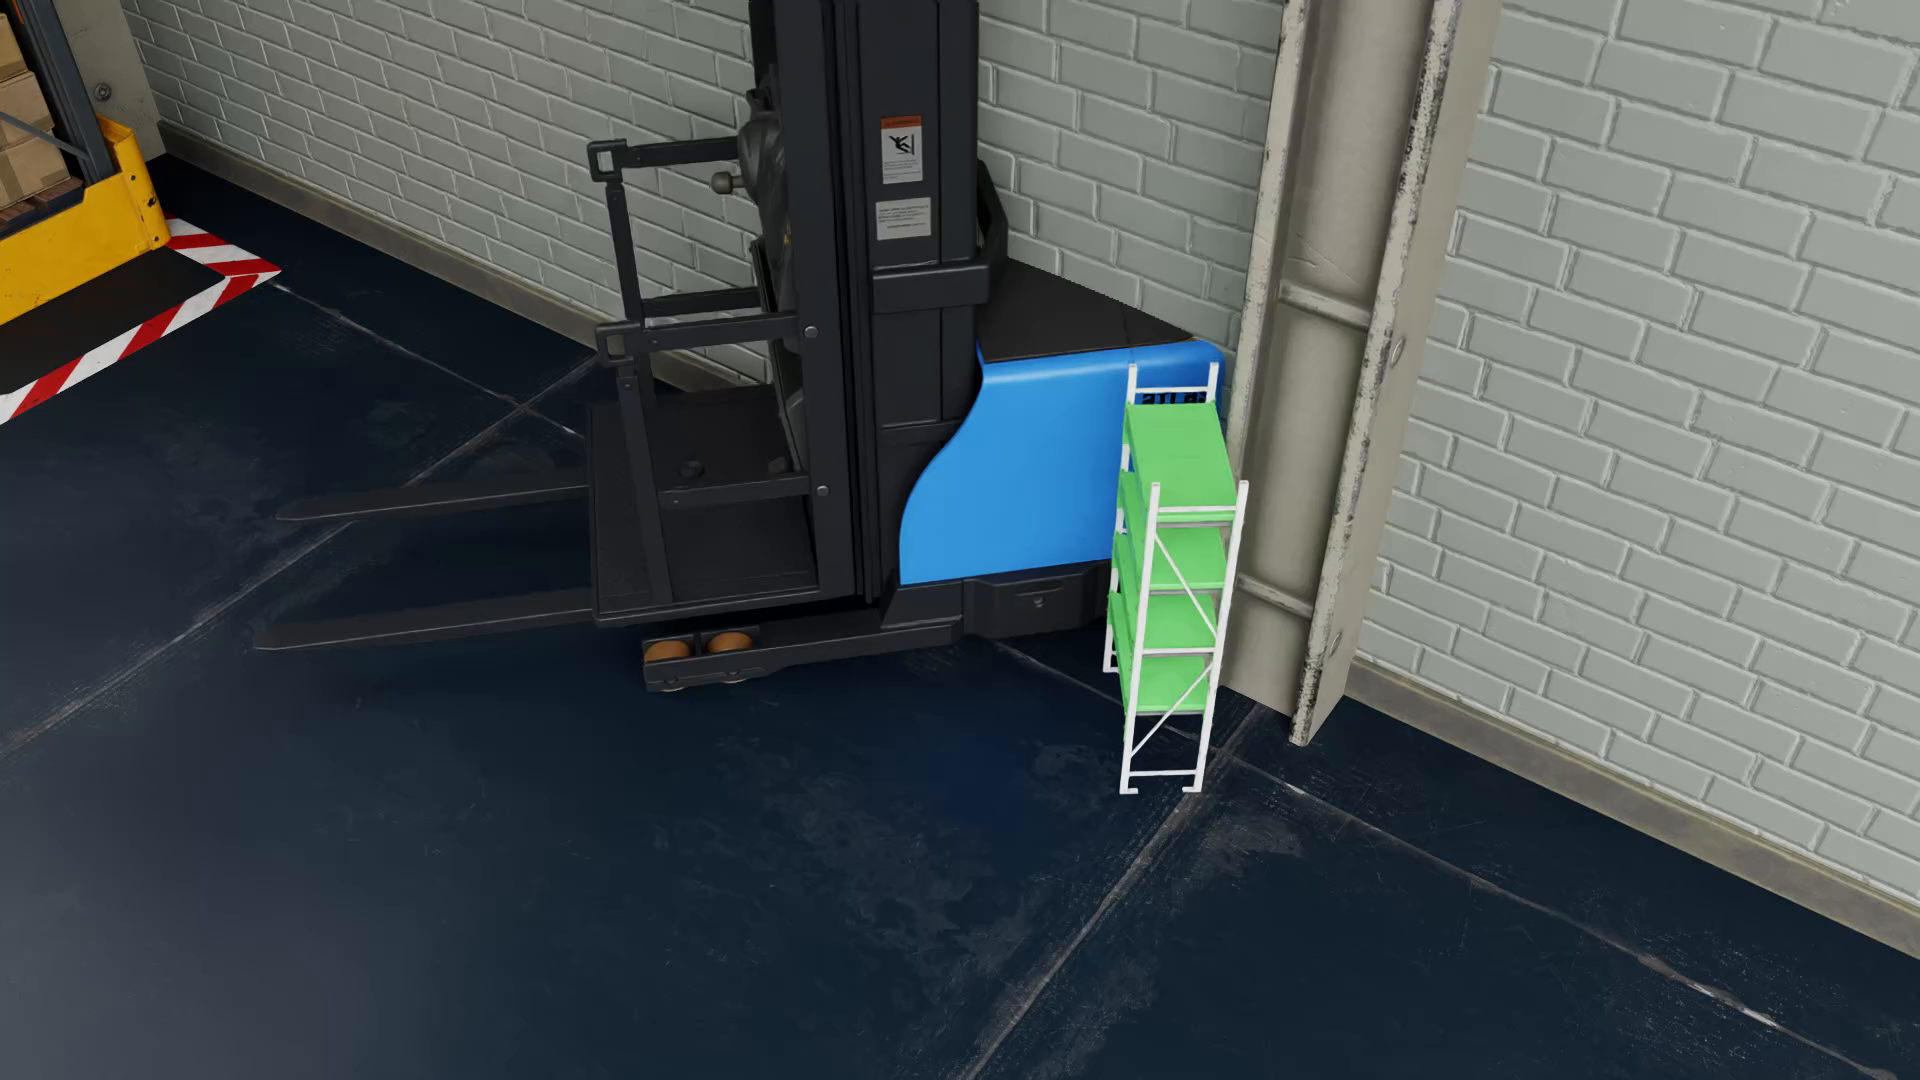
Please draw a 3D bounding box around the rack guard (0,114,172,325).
[{"bbox_3d":[-3.870,-1.245,6.766,0.348,0.500,1.175,25,48,25],"label":"rack guard"}]

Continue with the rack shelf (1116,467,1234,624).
[{"bbox_3d":[0.584,0.007,4.573,0.258,0.148,0.480,-1,43,-2],"label":"rack shelf"}]

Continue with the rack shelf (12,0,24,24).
[{"bbox_3d":[-5.527,-2.683,7.039,4.000,0.370,1.077,25,48,25],"label":"rack shelf"}]

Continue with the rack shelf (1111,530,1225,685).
[{"bbox_3d":[0.583,0.183,4.736,0.258,0.148,0.480,-1,43,-2],"label":"rack shelf"}]

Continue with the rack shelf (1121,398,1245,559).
[{"bbox_3d":[0.584,-0.170,4.410,0.258,0.148,0.480,-1,43,-2],"label":"rack shelf"}]

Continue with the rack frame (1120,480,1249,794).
[{"bbox_3d":[0.593,0.301,4.513,0.240,1.200,0.015,-1,43,-2],"label":"rack frame"}]

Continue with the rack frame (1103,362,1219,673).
[{"bbox_3d":[0.574,-0.029,4.872,0.240,1.200,0.015,-1,43,-2],"label":"rack frame"}]

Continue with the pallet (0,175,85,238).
[{"bbox_3d":[-4.540,-1.416,7.174,1.213,0.211,1.003,25,48,25],"label":"pallet"}]

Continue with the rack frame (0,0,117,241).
[{"bbox_3d":[-3.889,-2.186,5.943,0.127,3.000,1.000,25,48,25],"label":"rack frame"}]

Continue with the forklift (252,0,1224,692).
[{"bbox_3d":[-0.723,-1.000,4.669,3.031,2.935,1.130,-7,42,-8],"label":"forklift"}]

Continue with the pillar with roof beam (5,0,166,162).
[{"bbox_3d":[-6.414,-2.830,2.164,0.400,9.000,9.100,25,48,25],"label":"pillar with roof beam"}]

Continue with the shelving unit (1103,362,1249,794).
[{"bbox_3d":[0.584,0.136,4.692,0.258,1.200,0.503,-1,43,-2],"label":"shelving unit"}]

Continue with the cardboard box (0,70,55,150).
[{"bbox_3d":[-4.155,-1.797,6.881,0.500,0.250,0.500,26,48,26],"label":"cardboard box"}]

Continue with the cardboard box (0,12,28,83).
[{"bbox_3d":[-4.174,-1.977,6.708,0.500,0.250,0.500,24,47,25],"label":"cardboard box"}]

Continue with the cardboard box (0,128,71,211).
[{"bbox_3d":[-4.179,-1.612,7.049,0.500,0.250,0.500,25,48,25],"label":"cardboard box"}]

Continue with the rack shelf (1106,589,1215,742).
[{"bbox_3d":[0.583,0.359,4.898,0.258,0.148,0.480,-1,43,-2],"label":"rack shelf"}]
